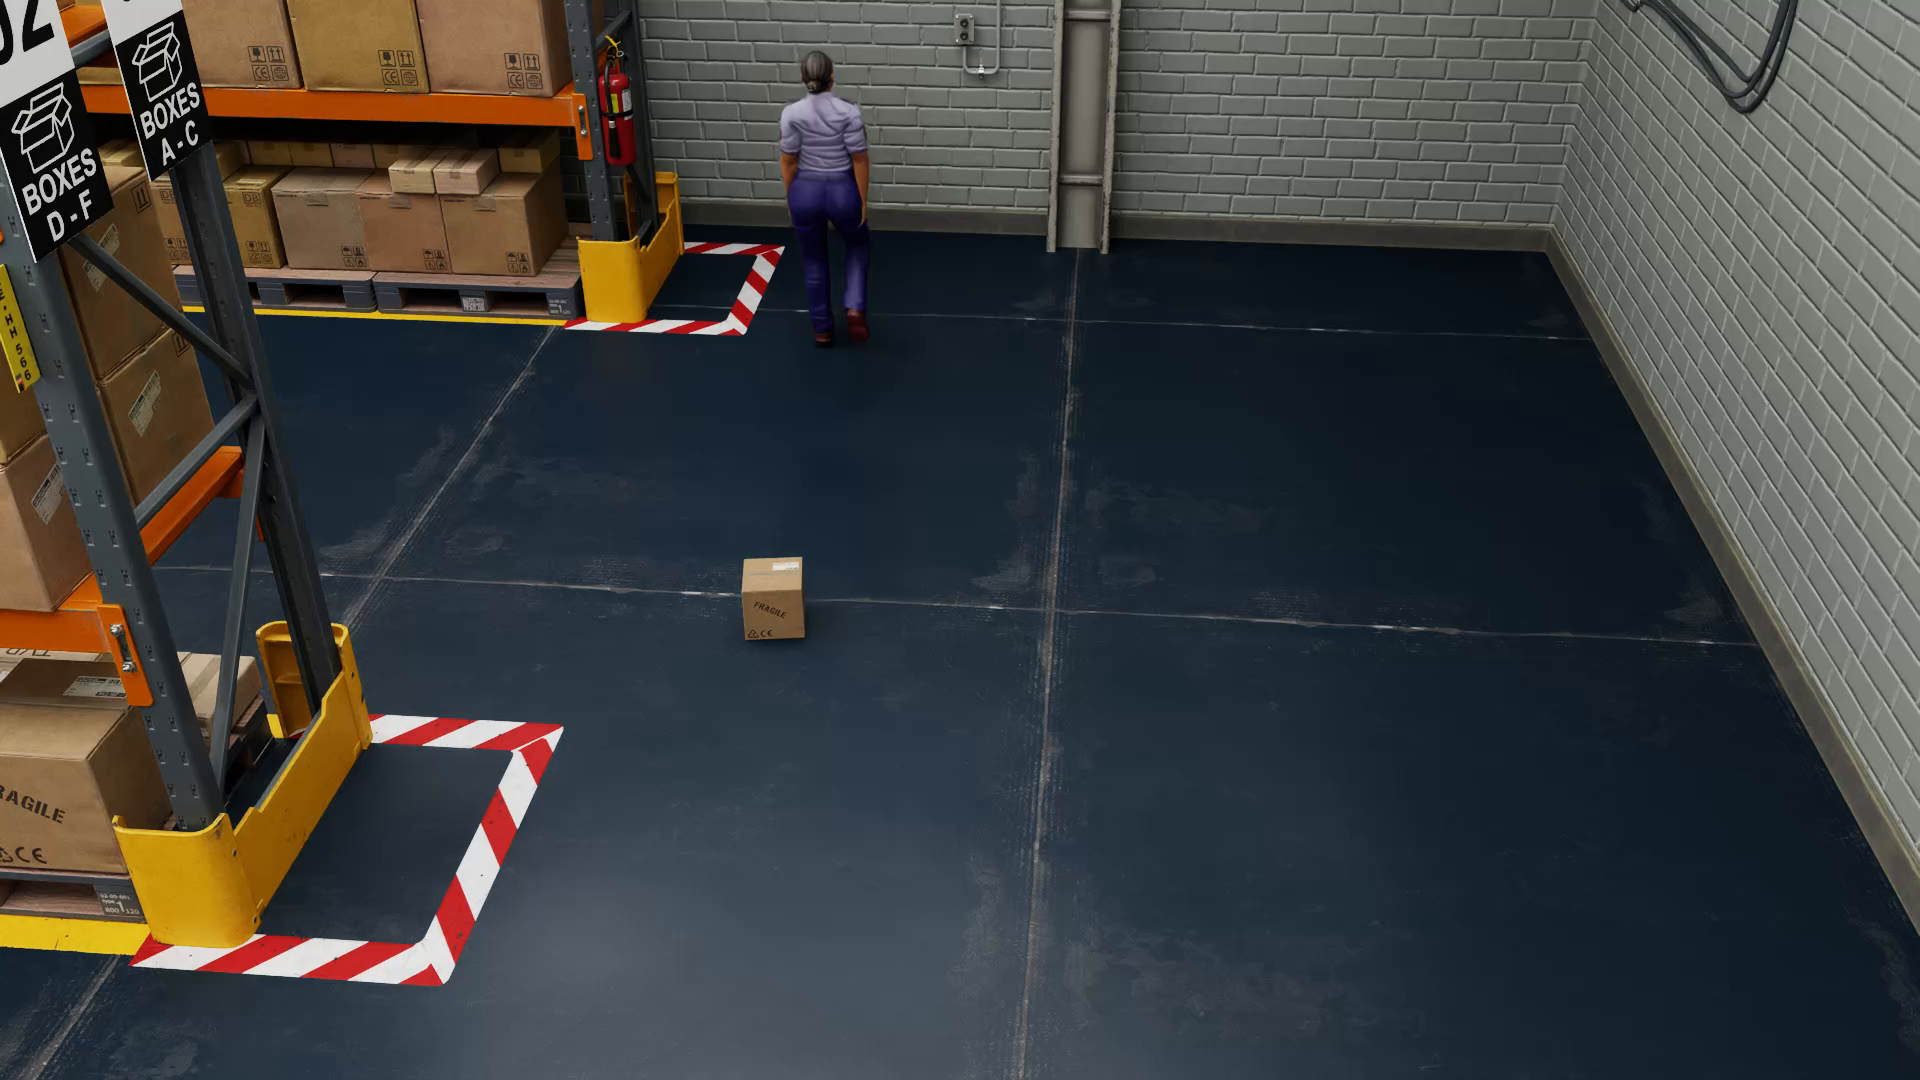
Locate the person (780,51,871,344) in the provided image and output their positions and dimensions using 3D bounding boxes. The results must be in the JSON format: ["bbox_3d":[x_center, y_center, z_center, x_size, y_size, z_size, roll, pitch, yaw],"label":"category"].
[{"bbox_3d":[-0.724,-1.849,9.059,0.475,1.647,0.458,-2,32,-3],"label":"person"}]
